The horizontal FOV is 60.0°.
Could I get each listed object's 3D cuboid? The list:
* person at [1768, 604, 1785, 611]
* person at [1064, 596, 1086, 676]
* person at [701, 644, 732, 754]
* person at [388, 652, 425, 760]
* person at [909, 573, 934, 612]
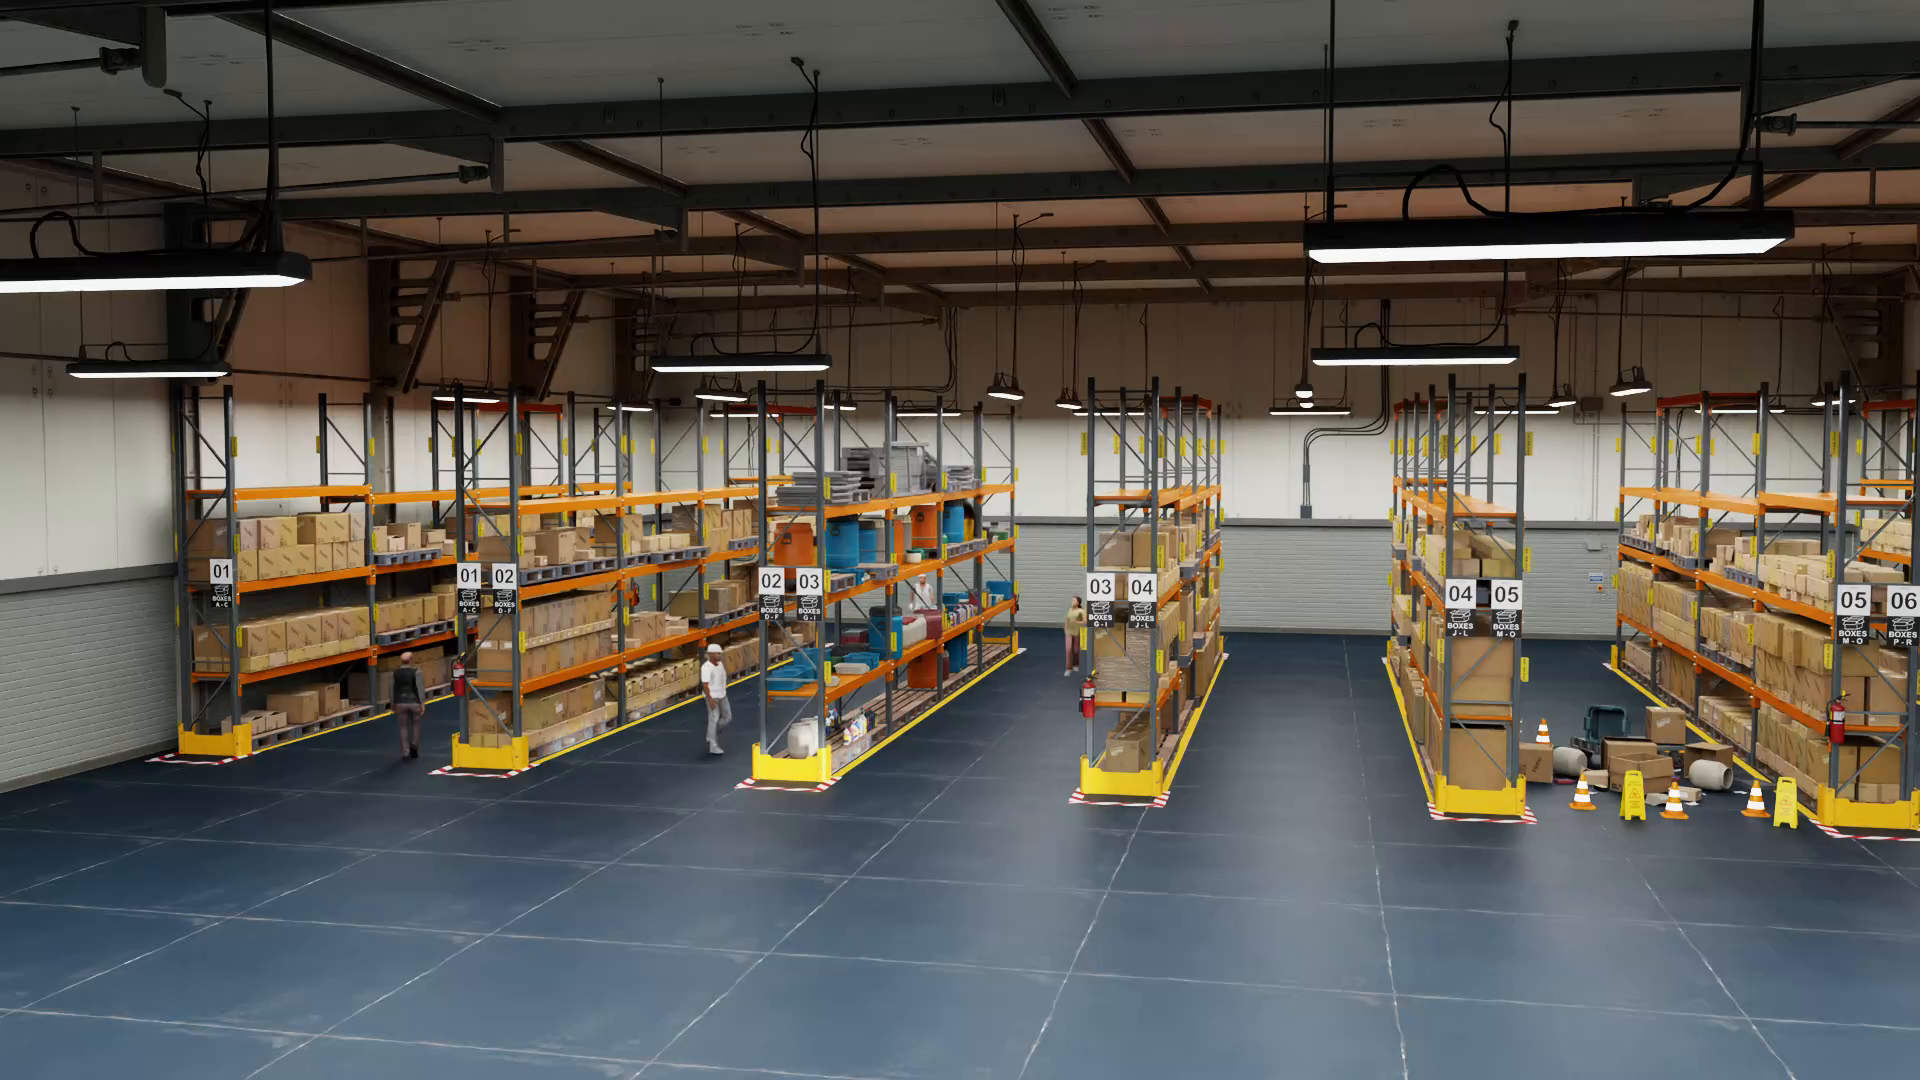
[{"bbox_3d":[18.890,1.975,38.454,0.983,1.744,0.589,0,3,6],"label":"person"},{"bbox_3d":[2.448,2.015,35.271,0.540,1.638,0.997,1,3,11],"label":"person"},{"bbox_3d":[-3.986,2.589,27.299,0.512,1.774,0.734,1,3,23],"label":"person"},{"bbox_3d":[-8.868,2.652,26.611,0.522,1.740,0.465,-2,4,-31],"label":"person"},{"bbox_3d":[-1.006,1.771,43.011,0.650,1.850,0.727,0,3,9],"label":"person"}]
